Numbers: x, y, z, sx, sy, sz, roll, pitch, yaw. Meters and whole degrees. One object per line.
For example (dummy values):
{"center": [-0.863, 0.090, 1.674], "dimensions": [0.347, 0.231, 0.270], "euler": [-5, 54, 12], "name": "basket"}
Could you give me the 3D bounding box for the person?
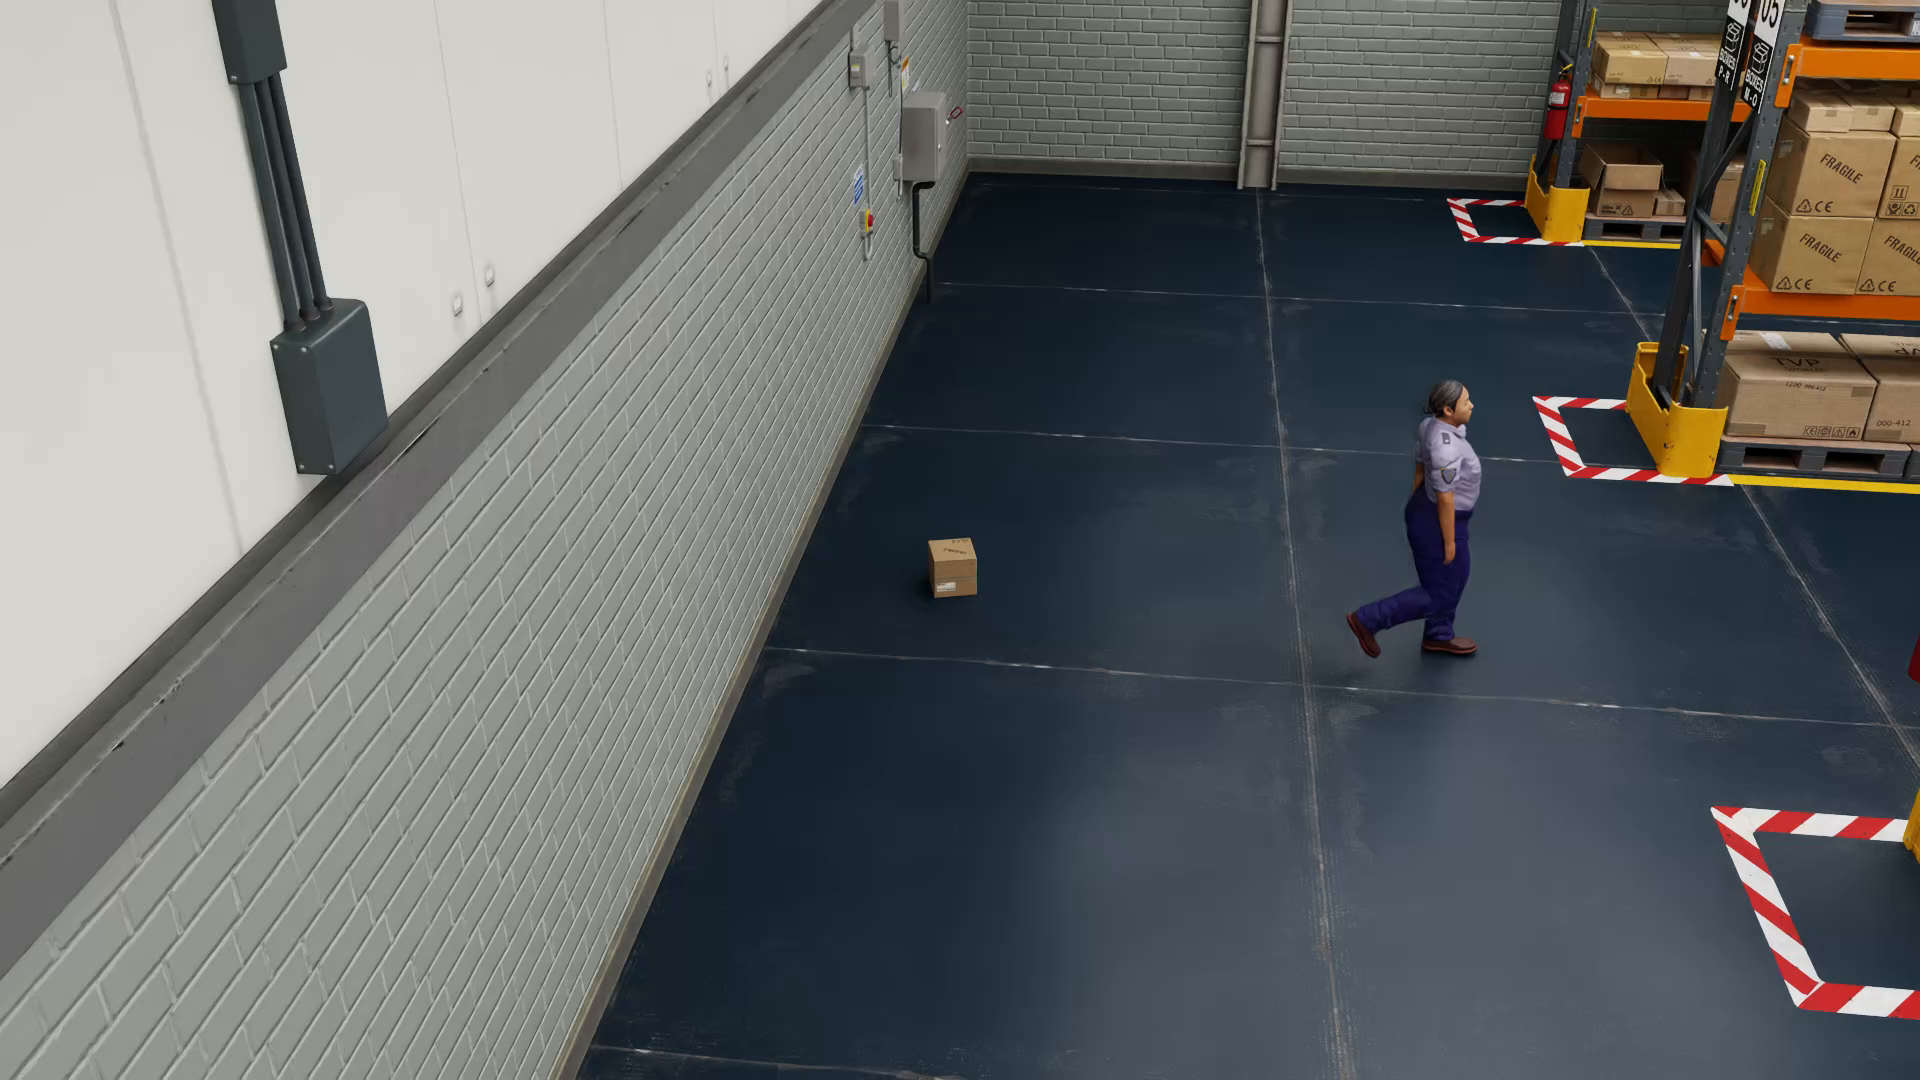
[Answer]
{"center": [2.471, -0.075, 8.780], "dimensions": [0.752, 1.600, 0.473], "euler": [3, 29, 6], "name": "person"}
